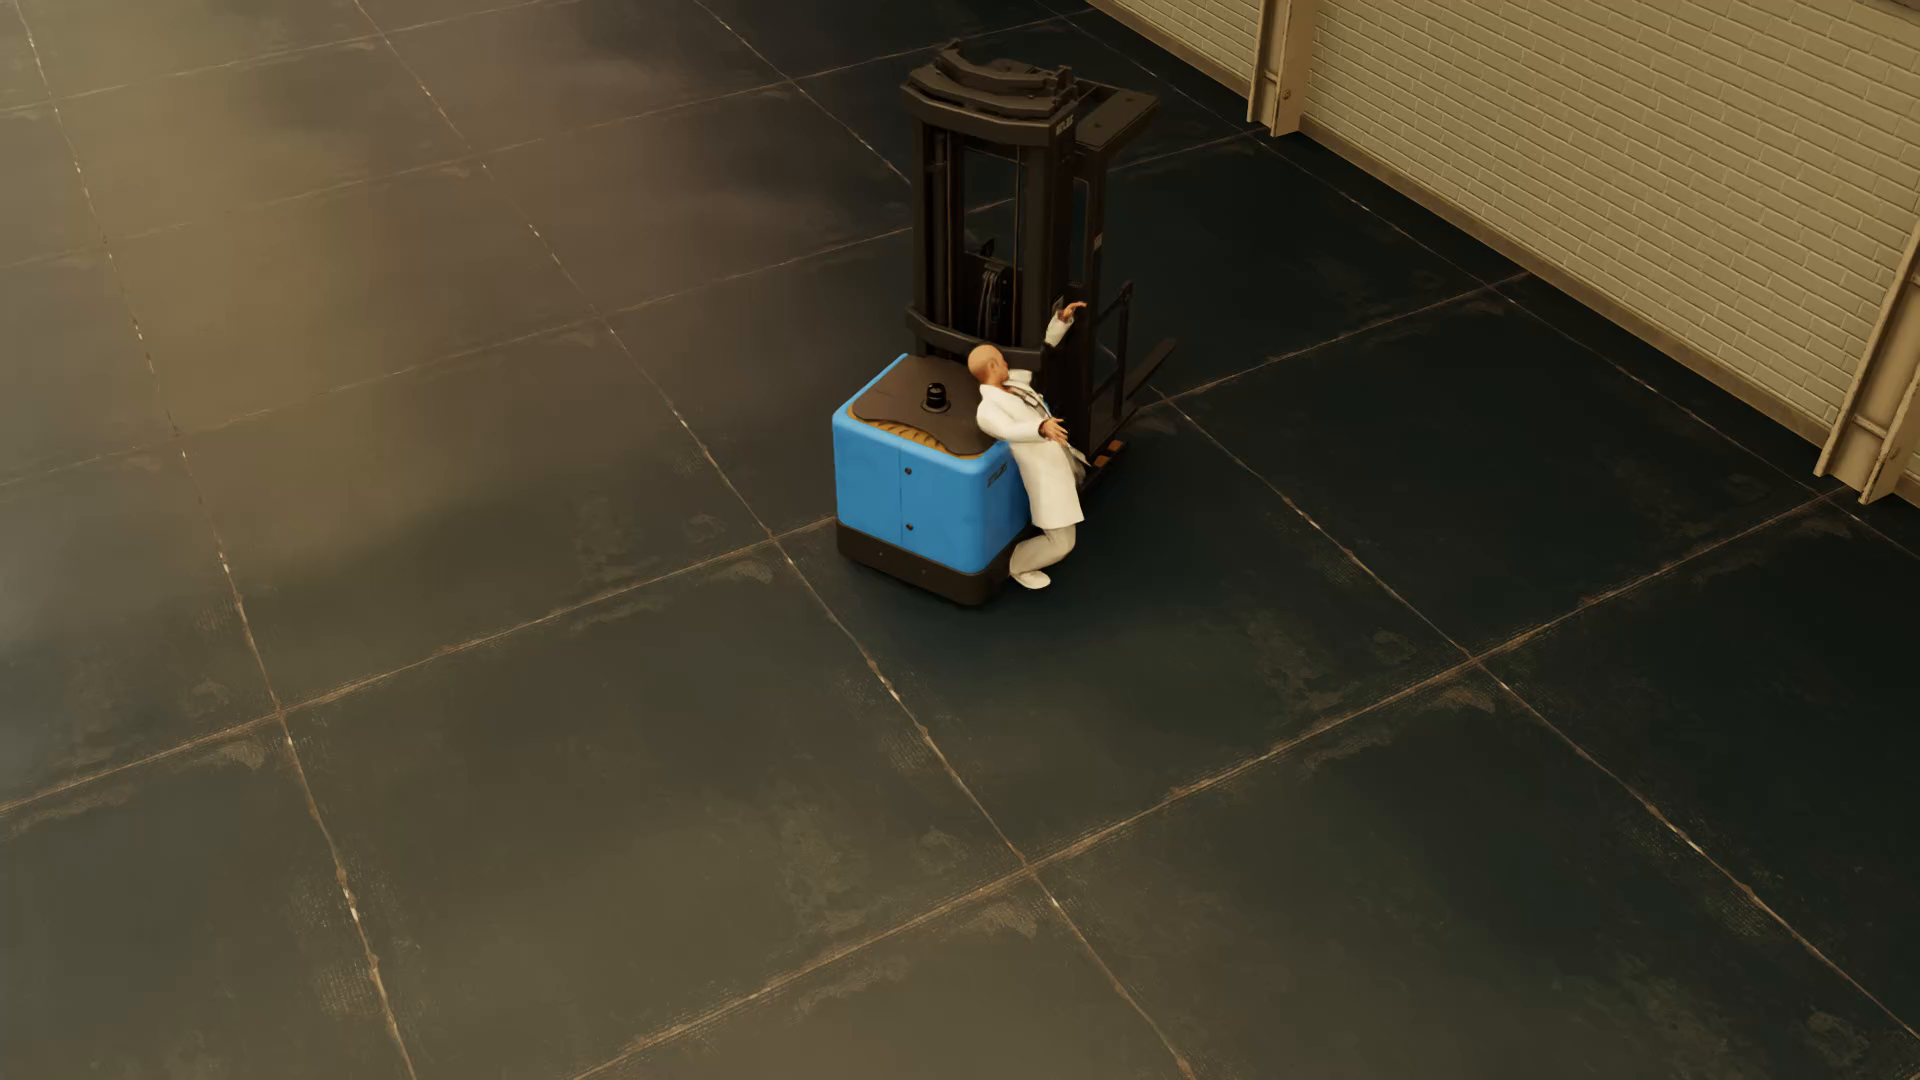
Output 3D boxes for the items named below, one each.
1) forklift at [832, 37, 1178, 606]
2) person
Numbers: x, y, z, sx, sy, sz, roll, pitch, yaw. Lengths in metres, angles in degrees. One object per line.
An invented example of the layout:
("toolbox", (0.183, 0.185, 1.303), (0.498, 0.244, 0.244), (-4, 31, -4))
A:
("forklift", (0.451, -1.657, 10.034), (1.130, 2.935, 3.031), (22, 44, 24))
("person", (0.379, -0.433, 9.517), (0.730, 1.695, 1.094), (4, 40, 5))
